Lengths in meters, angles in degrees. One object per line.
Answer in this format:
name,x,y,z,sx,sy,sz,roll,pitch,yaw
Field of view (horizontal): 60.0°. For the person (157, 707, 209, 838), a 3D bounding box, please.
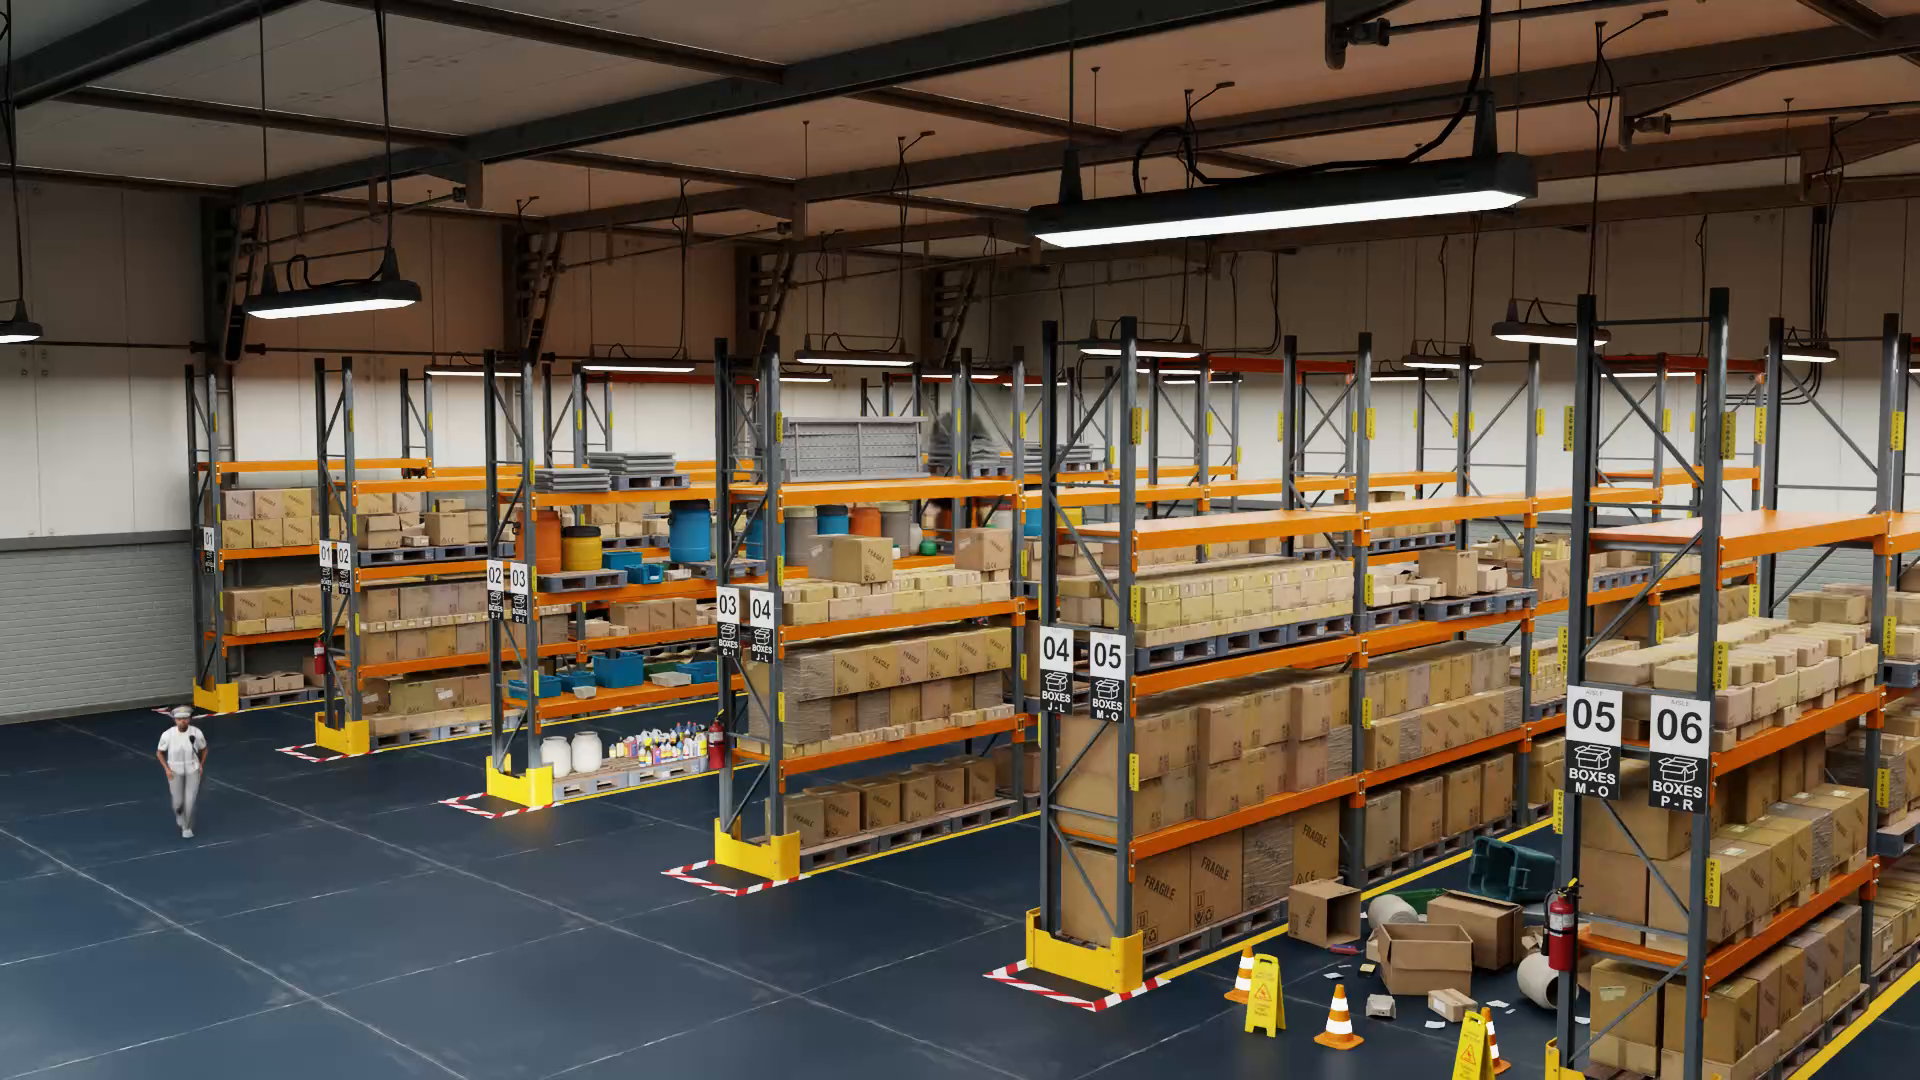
person,-9.467,2.808,20.276,0.572,1.623,0.603,-2,5,-26
